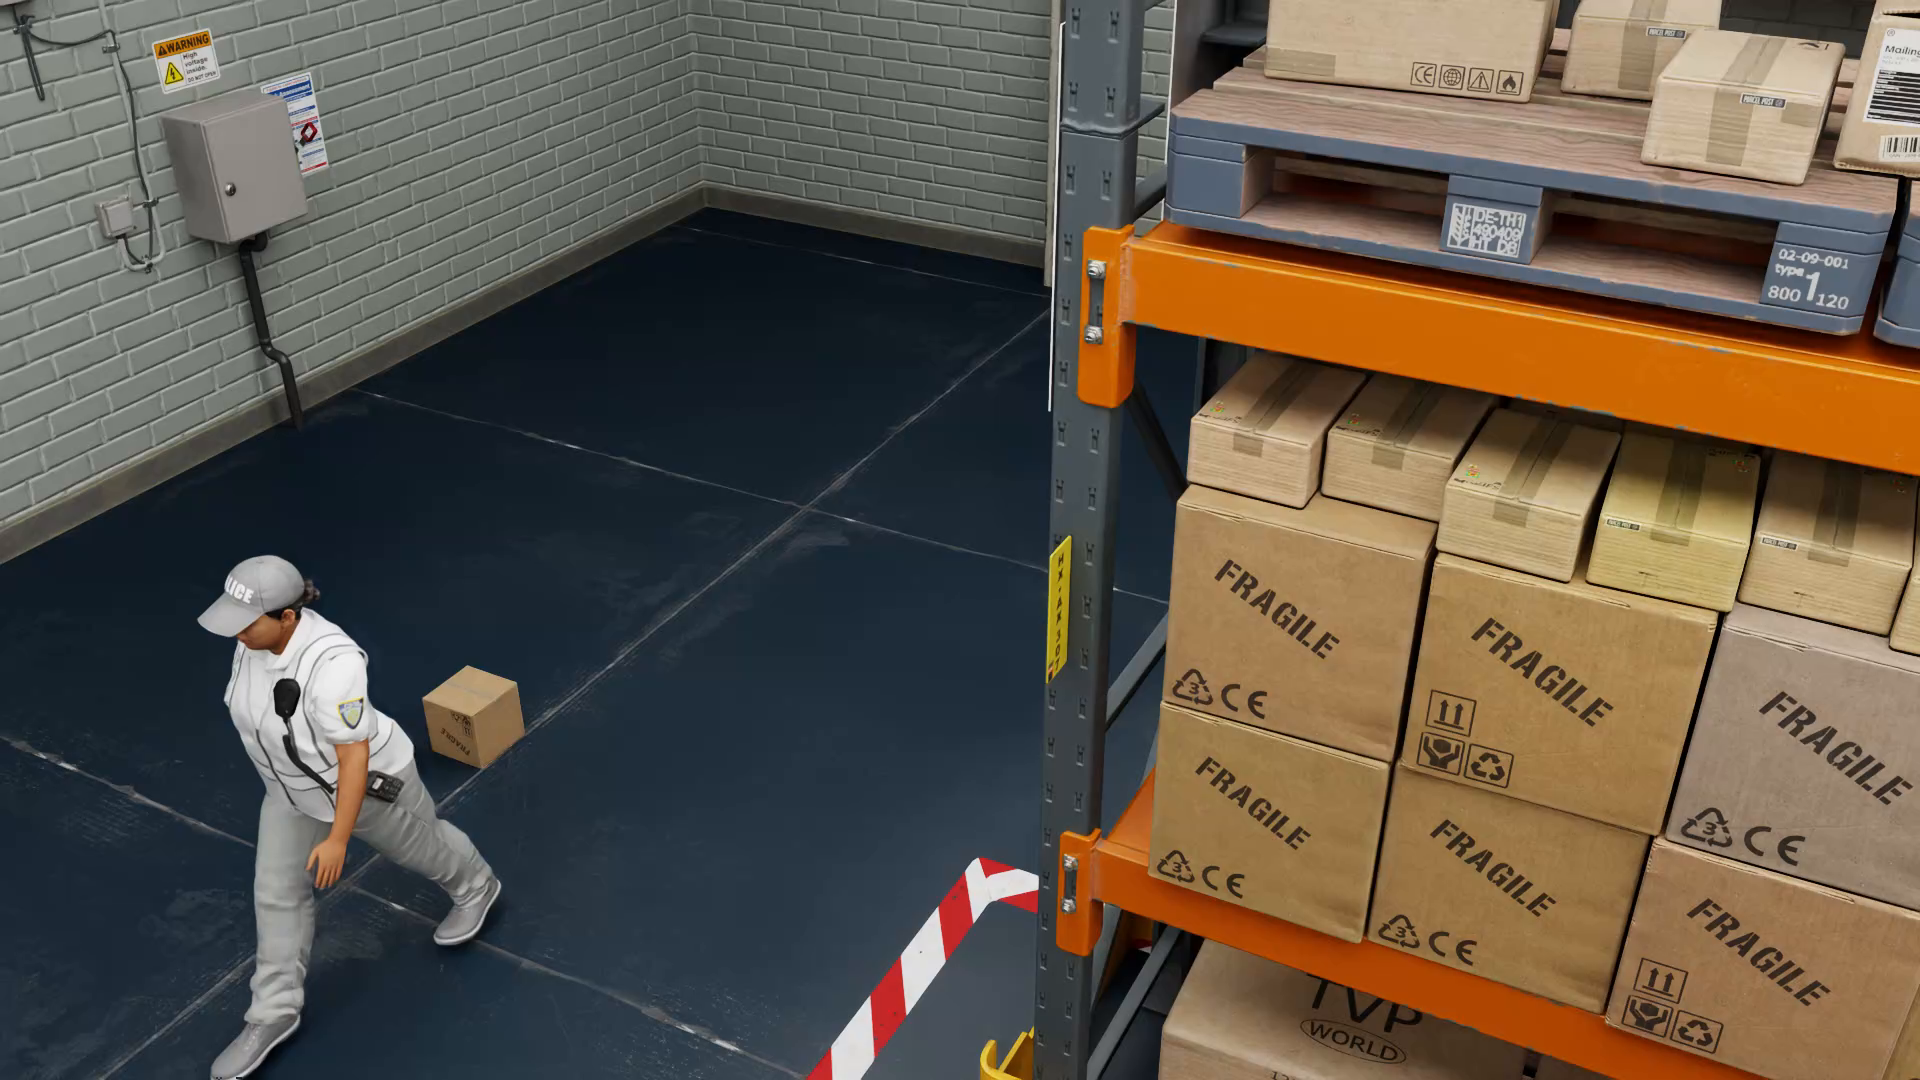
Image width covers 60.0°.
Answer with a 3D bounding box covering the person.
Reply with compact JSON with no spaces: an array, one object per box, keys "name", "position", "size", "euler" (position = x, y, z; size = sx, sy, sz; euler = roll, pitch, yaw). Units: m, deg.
[{"name":"person","position":[-1.859,0.730,4.865],"size":[0.498,1.607,1.012],"euler":[14,33,22]}]
